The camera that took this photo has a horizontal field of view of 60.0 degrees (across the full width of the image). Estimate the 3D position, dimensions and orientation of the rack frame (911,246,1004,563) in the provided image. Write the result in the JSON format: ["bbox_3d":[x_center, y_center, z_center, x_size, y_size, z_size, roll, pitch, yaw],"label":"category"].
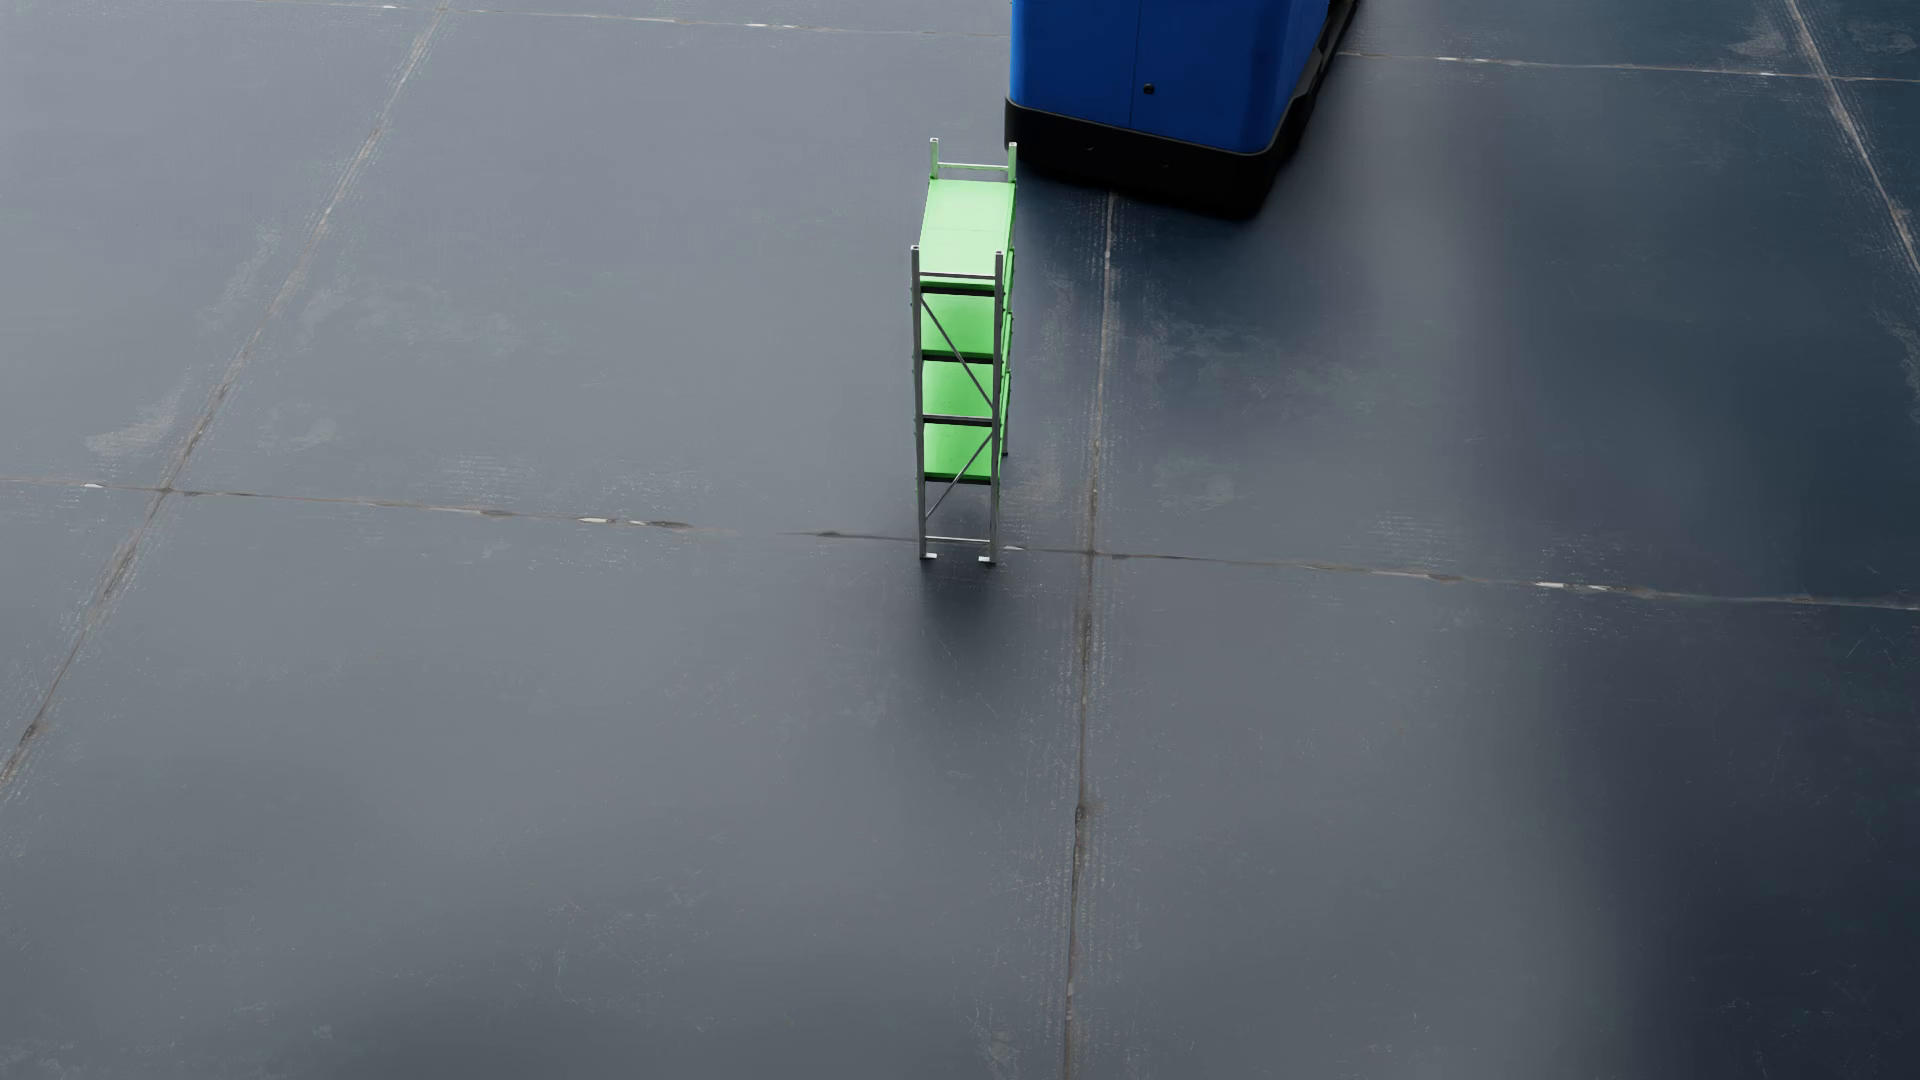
[{"bbox_3d":[-0.007,-0.347,4.754,0.240,1.200,0.015,4,48,4],"label":"rack frame"}]

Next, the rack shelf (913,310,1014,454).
[{"bbox_3d":[0.015,-0.483,4.966,0.258,0.148,0.480,4,48,4],"label":"rack shelf"}]

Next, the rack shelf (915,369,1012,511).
[{"bbox_3d":[0.015,-0.321,5.143,0.258,0.148,0.480,4,48,4],"label":"rack shelf"}]

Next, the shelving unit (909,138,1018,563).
[{"bbox_3d":[0.015,-0.527,4.918,0.258,1.200,0.503,4,48,4],"label":"shelving unit"}]

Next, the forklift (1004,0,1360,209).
[{"bbox_3d":[1.180,-3.353,6.330,1.130,2.935,3.031,16,50,14],"label":"forklift"}]

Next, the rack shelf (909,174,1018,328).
[{"bbox_3d":[0.015,-0.807,4.611,0.258,0.148,0.480,4,48,4],"label":"rack shelf"}]

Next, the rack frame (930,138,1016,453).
[{"bbox_3d":[0.037,-0.706,5.082,0.240,1.200,0.015,4,48,4],"label":"rack frame"}]

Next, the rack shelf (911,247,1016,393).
[{"bbox_3d":[0.015,-0.645,4.789,0.258,0.148,0.480,4,48,4],"label":"rack shelf"}]
